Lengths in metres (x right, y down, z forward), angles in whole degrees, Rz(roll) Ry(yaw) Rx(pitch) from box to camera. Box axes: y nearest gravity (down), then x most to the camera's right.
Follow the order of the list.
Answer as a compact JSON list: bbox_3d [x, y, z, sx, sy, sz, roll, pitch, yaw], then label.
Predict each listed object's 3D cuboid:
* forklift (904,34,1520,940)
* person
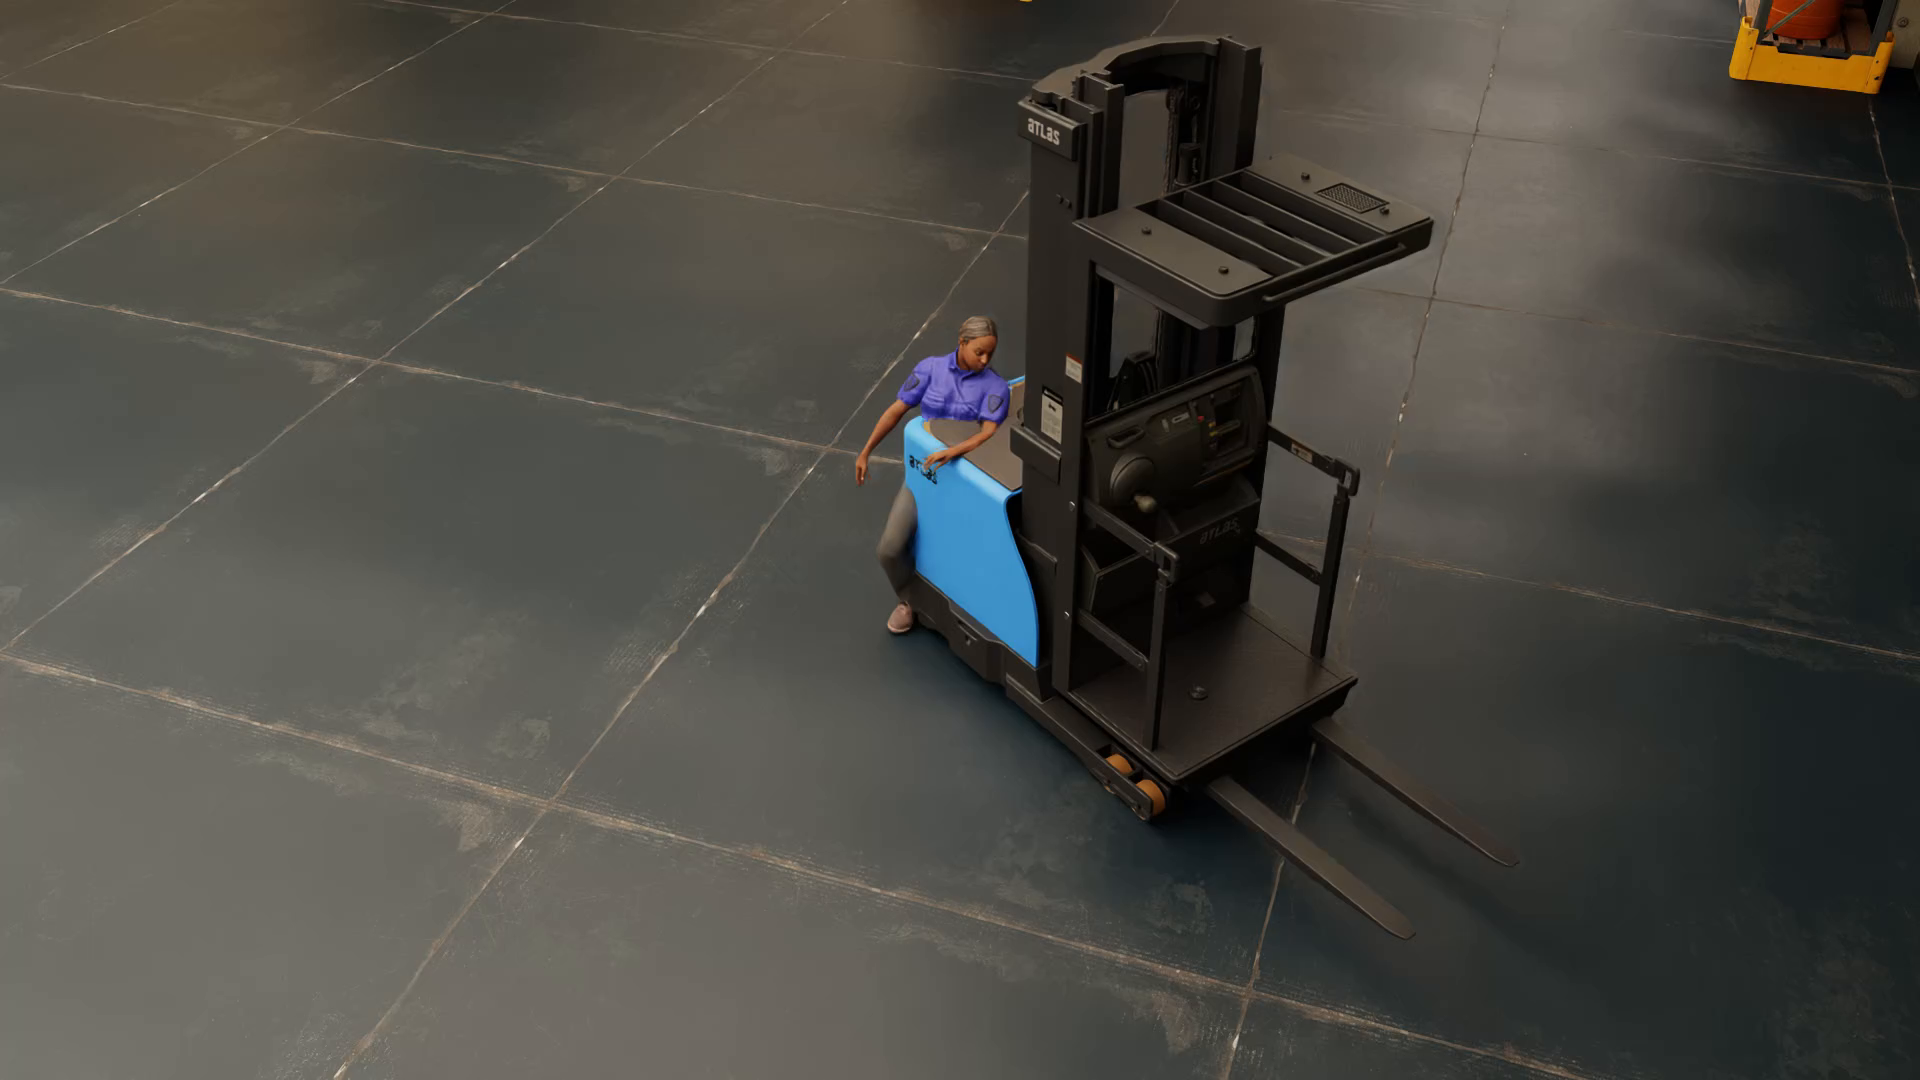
[{"bbox_3d":[1.014,-0.346,6.599,1.130,2.935,3.031,-23,42,-29],"label":"forklift"},{"bbox_3d":[-0.083,-0.282,7.714,0.810,1.521,0.802,0,35,0],"label":"person"}]
